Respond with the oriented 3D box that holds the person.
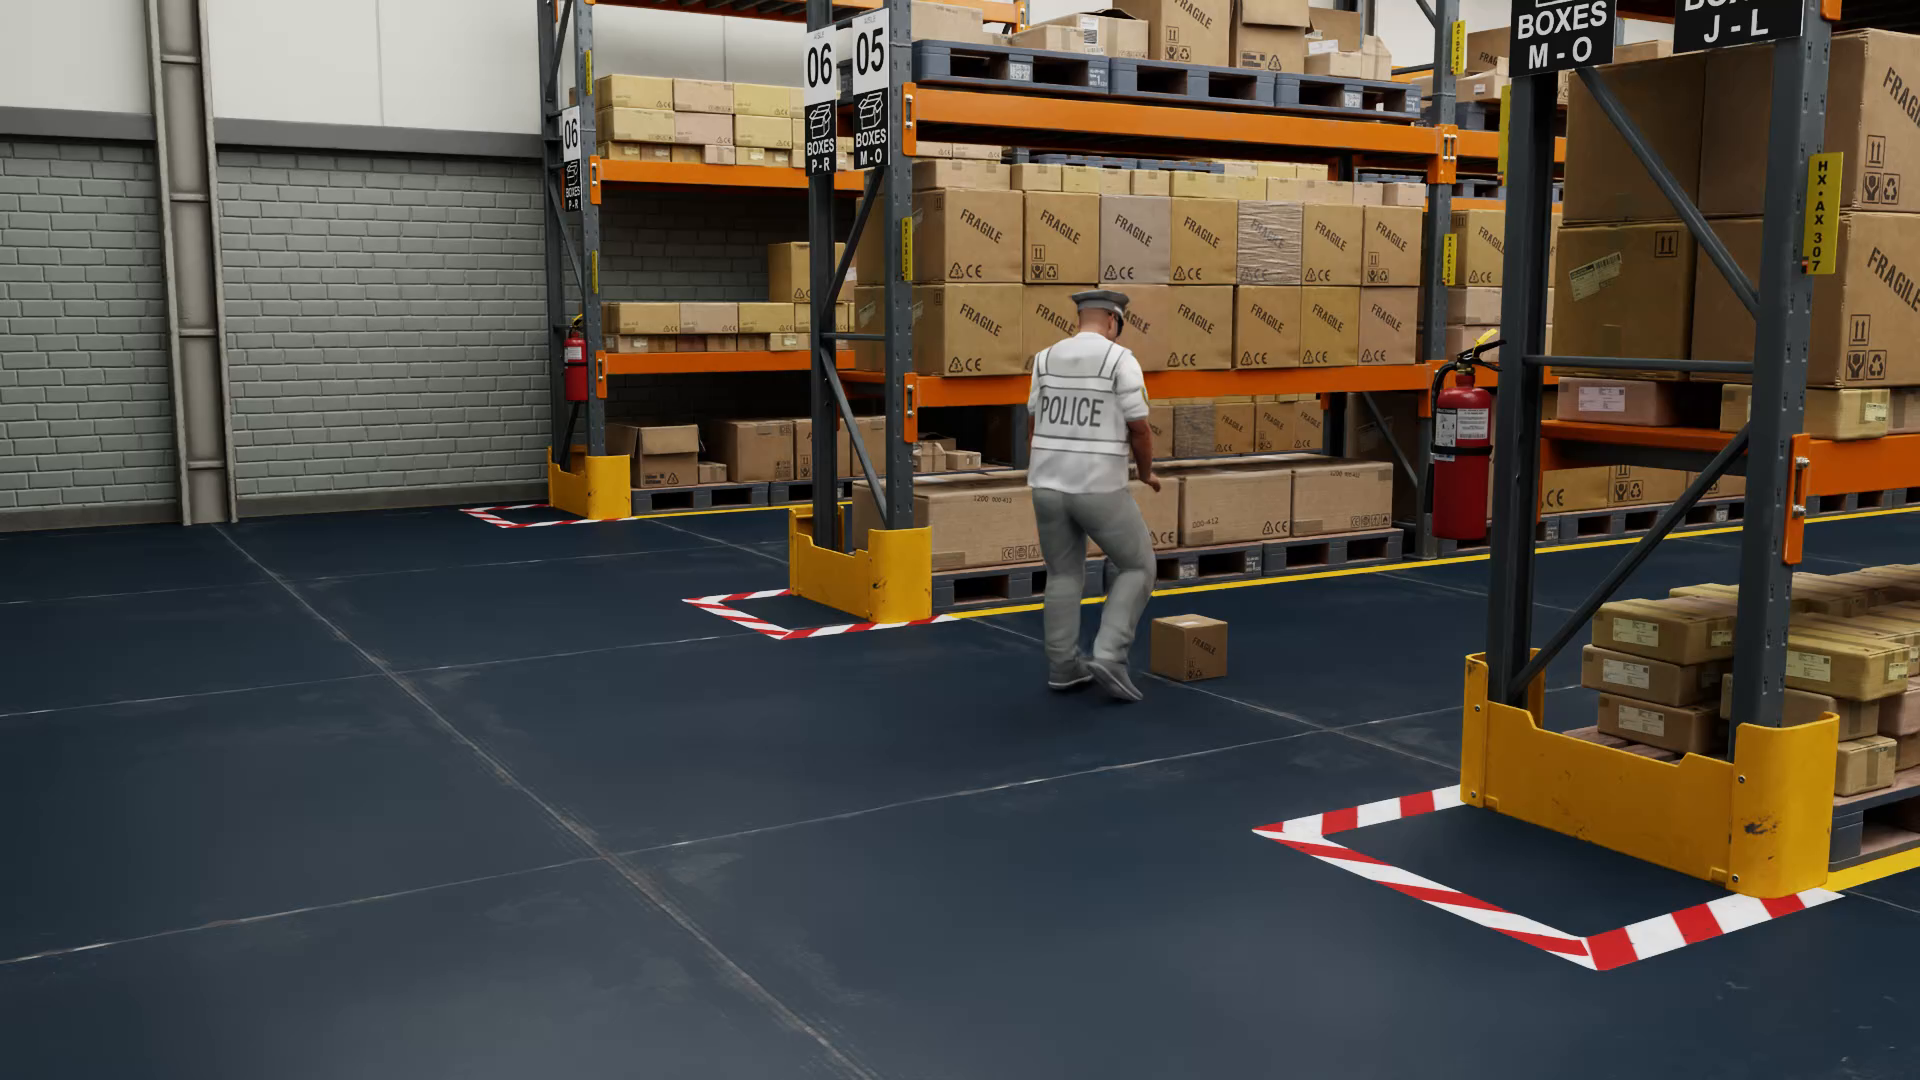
[{"bbox_3d":[0.575,-0.182,7.200,0.551,1.787,0.589,5,9,31],"label":"person"}]
